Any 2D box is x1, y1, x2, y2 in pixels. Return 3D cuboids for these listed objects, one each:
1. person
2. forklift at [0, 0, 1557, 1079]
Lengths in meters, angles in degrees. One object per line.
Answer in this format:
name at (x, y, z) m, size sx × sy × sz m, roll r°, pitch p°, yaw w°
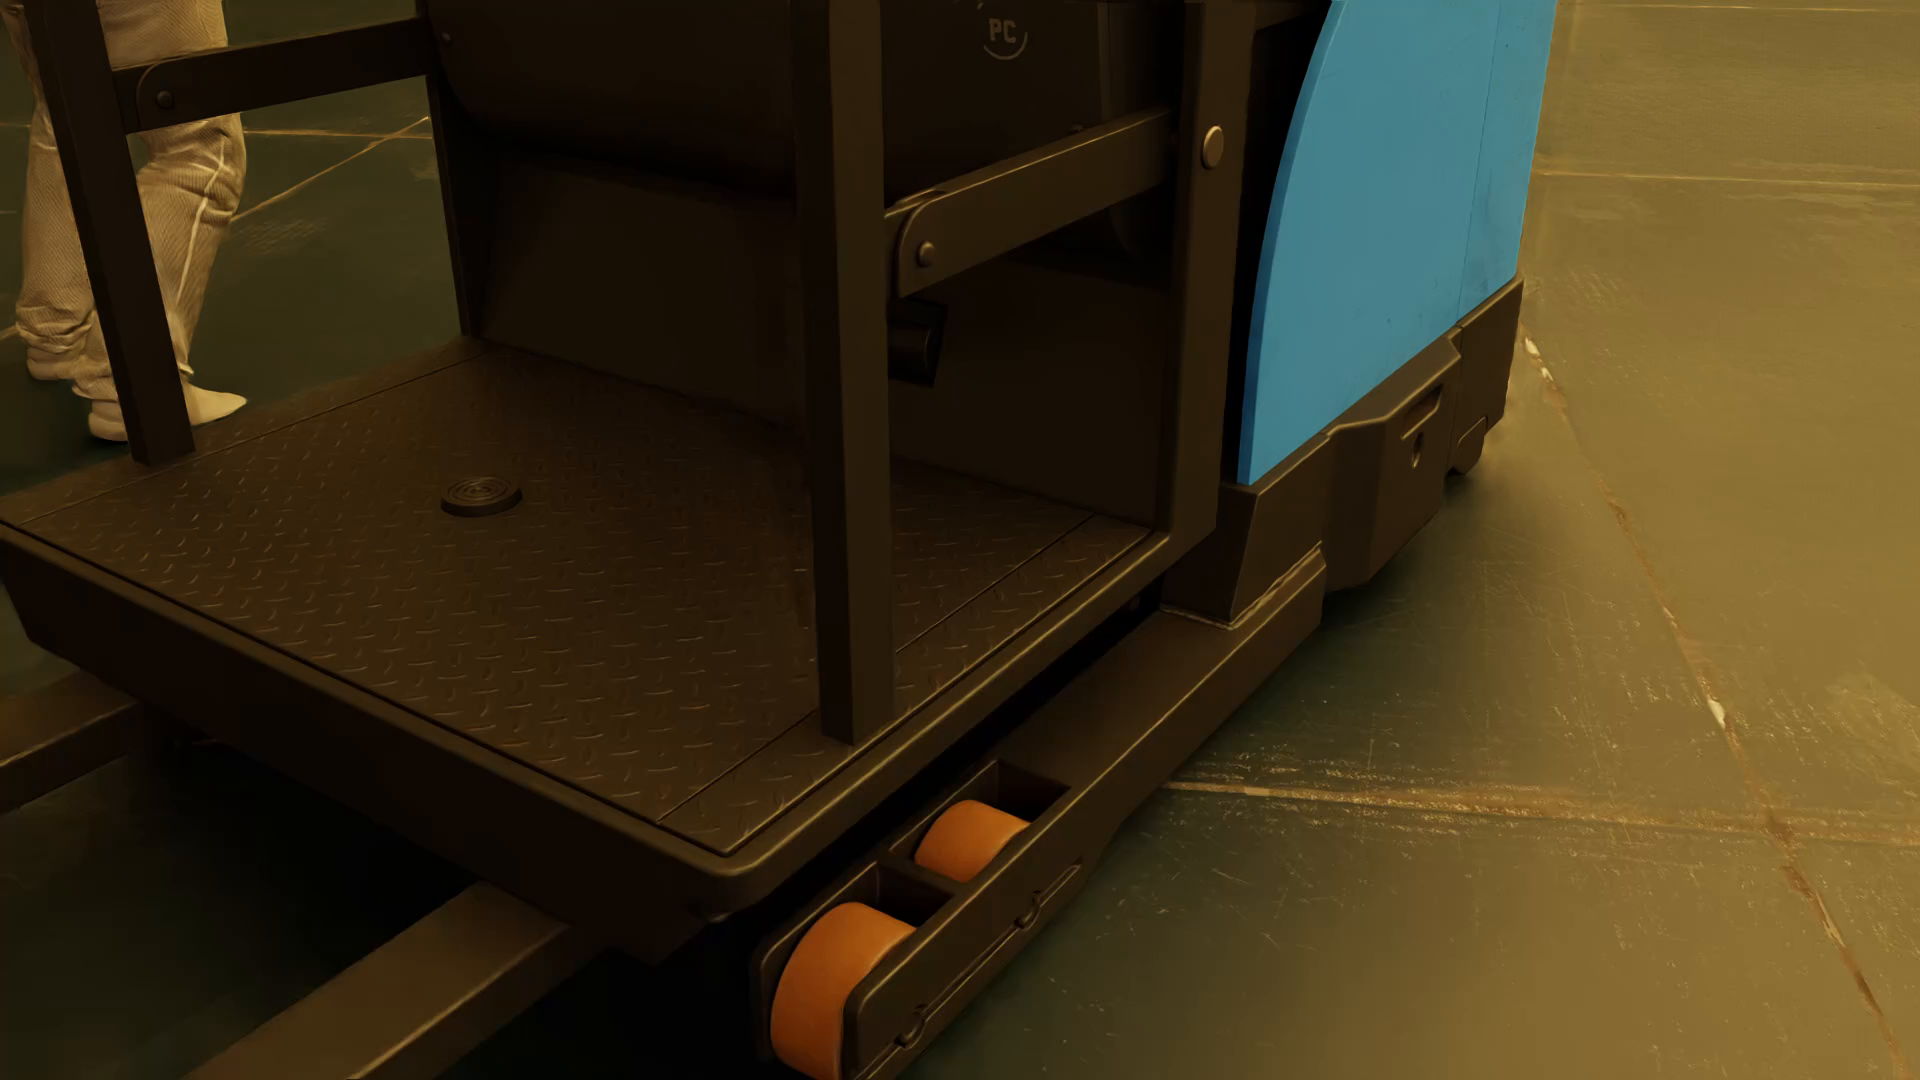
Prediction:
person at (-1.460, -1.025, 2.695) m, size 0.845 × 1.752 × 0.479 m, roll 14°, pitch 30°, yaw 26°
forklift at (-0.343, -1.057, 1.335) m, size 1.130 × 2.935 × 3.031 m, roll 17°, pitch 31°, yaw 30°
